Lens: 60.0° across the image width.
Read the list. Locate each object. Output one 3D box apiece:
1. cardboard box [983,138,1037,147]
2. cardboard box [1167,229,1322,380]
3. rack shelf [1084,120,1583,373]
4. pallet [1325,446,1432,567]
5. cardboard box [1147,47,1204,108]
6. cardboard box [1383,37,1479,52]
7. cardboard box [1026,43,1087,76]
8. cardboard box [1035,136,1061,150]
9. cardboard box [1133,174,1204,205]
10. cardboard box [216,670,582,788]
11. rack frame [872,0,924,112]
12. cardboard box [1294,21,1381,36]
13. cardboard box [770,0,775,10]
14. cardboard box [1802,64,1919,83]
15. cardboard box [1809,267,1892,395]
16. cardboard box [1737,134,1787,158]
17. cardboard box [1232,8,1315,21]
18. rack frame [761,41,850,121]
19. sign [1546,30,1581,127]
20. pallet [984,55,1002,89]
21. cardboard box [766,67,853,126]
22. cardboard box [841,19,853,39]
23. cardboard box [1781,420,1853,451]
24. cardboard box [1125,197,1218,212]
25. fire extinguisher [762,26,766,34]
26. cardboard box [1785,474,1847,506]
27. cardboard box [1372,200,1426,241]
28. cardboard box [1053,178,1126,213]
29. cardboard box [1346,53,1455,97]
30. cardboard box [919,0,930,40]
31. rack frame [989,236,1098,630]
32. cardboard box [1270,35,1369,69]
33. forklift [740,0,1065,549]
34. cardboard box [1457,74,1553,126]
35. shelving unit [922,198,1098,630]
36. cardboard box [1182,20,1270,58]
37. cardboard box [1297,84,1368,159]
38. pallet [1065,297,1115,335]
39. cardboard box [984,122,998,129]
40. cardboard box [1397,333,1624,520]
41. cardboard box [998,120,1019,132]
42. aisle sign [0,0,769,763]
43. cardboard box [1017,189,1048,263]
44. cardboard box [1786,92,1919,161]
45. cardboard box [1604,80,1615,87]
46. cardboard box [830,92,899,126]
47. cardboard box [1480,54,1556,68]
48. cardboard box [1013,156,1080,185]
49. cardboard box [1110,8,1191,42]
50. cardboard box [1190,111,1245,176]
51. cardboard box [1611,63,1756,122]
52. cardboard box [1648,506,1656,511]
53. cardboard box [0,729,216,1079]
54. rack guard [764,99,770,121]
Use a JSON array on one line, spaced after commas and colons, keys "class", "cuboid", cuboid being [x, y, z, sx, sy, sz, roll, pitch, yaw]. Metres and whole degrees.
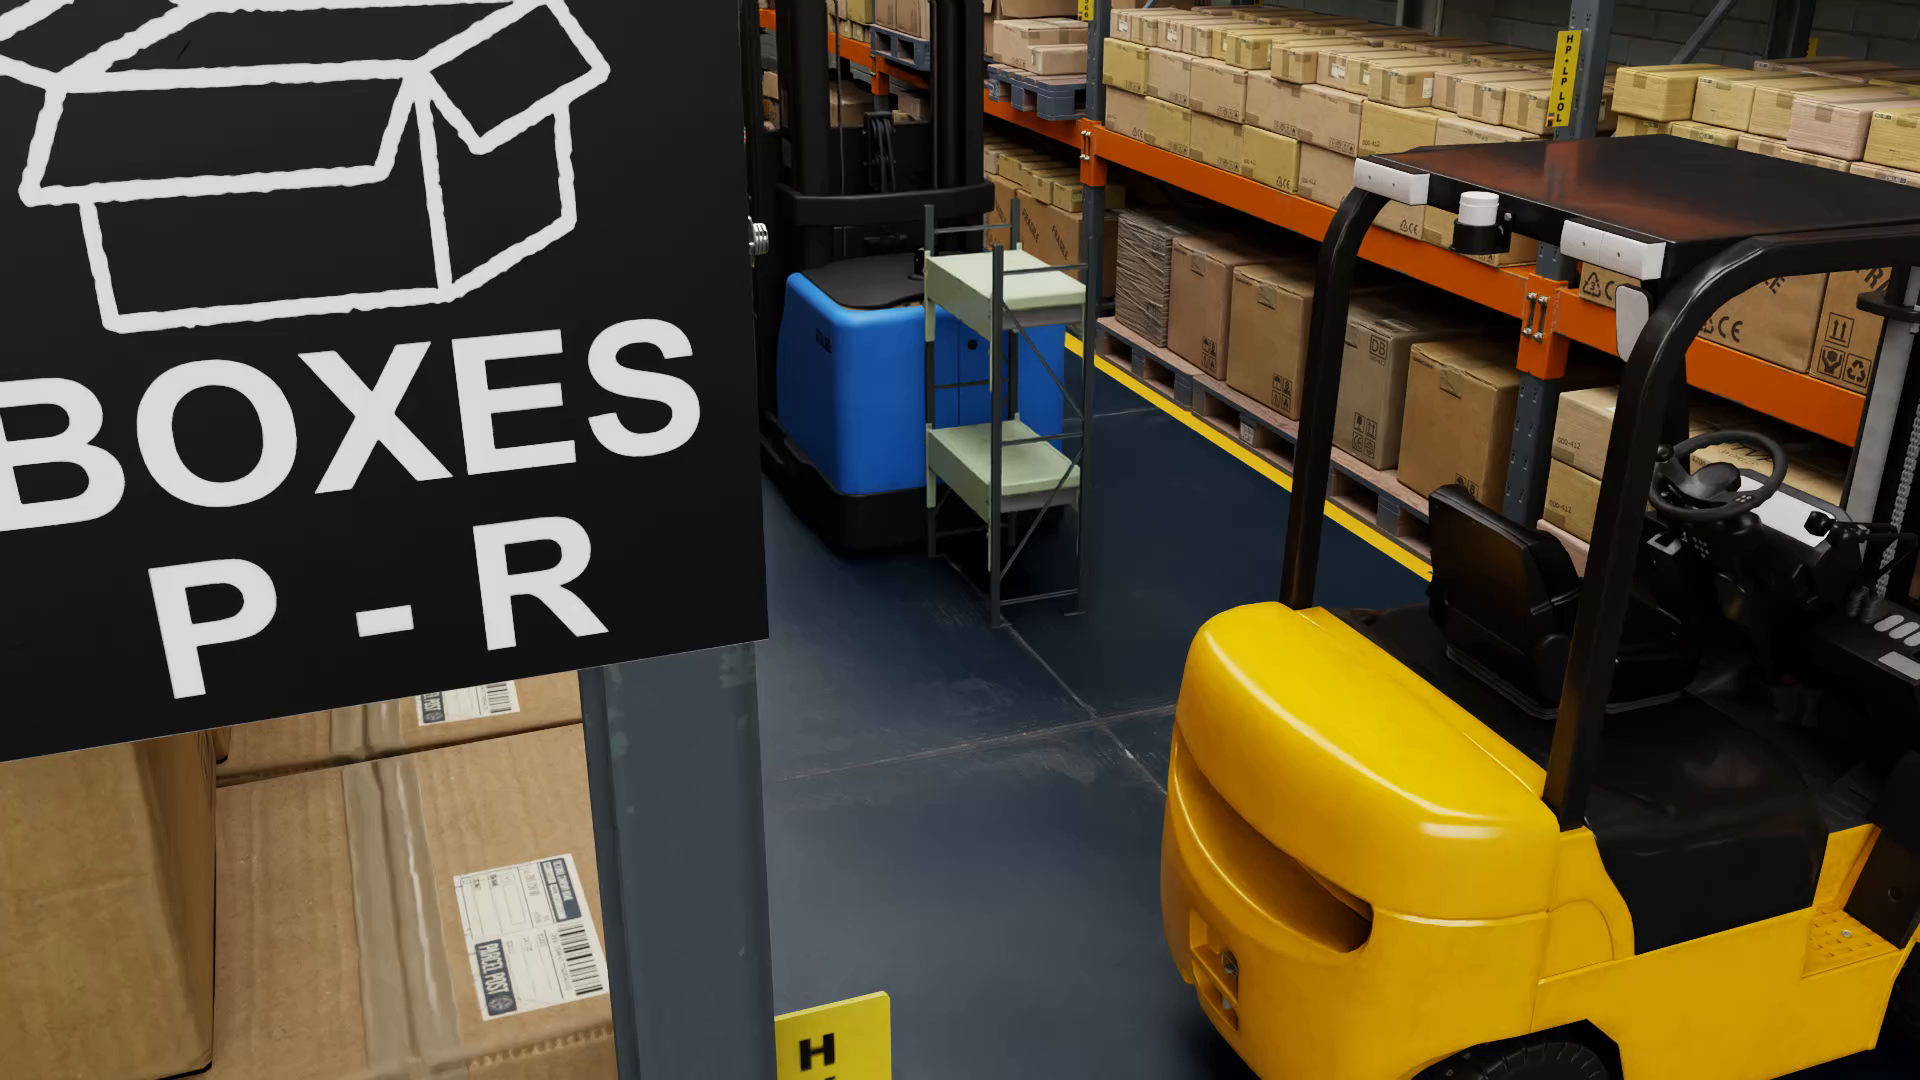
[{"class": "cardboard box", "cuboid": [0.321, -2.720, 11.683, 0.380, 0.149, 0.250, -8, 24, -19]}, {"class": "cardboard box", "cuboid": [1.659, -1.287, 8.958, 0.875, 0.625, 0.625, -8, 24, -17]}, {"class": "rack shelf", "cuboid": [1.920, -1.594, 8.097, 1.077, 0.370, 4.000, -8, 24, -19]}, {"class": "pallet", "cuboid": [2.330, -0.177, 7.397, 1.003, 0.211, 1.213, -8, 24, -19]}, {"class": "cardboard box", "cuboid": [1.317, -2.437, 8.719, 0.500, 0.250, 0.500, -8, 24, -17]}, {"class": "cardboard box", "cuboid": [2.208, -2.262, 7.790, 0.380, 0.149, 0.250, -8, 24, -19]}, {"class": "cardboard box", "cuboid": [0.622, -2.916, 10.090, 0.380, 0.149, 0.250, -8, 24, -18]}, {"class": "cardboard box", "cuboid": [0.758, -2.792, 11.854, 0.380, 0.149, 0.250, -9, 25, -21]}, {"class": "cardboard box", "cuboid": [1.321, -2.225, 10.510, 0.380, 0.149, 0.250, -7, 24, -16]}, {"class": "cardboard box", "cuboid": [-0.697, 0.356, 2.033, 0.500, 0.500, 0.500, -8, 24, -17]}, {"class": "rack frame", "cuboid": [-0.200, -4.106, 13.130, 1.000, 3.000, 0.127, -8, 24, -19]}, {"class": "cardboard box", "cuboid": [1.921, -2.540, 8.450, 0.380, 0.149, 0.250, -8, 24, -19]}, {"class": "cardboard box", "cuboid": [-1.620, -5.200, 16.050, 0.380, 0.149, 0.250, -8, 24, -18]}, {"class": "cardboard box", "cuboid": [3.072, -1.510, 5.623, 0.380, 0.149, 0.250, -9, 24, -20]}, {"class": "cardboard box", "cuboid": [2.918, -0.677, 4.866, 0.500, 0.500, 0.500, -9, 24, -20]}, {"class": "cardboard box", "cuboid": [2.704, -1.208, 5.289, 0.380, 0.149, 0.250, -8, 24, -19]}, {"class": "cardboard box", "cuboid": [1.715, -2.827, 9.132, 0.380, 0.149, 0.250, -8, 24, -18]}, {"class": "rack frame", "cuboid": [-1.613, -5.559, 16.578, 1.000, 3.000, 0.127, -8, 24, -19]}, {"class": "sign", "cuboid": [2.122, -1.618, 5.839, 0.100, 0.325, 0.005, -8, 24, -19]}, {"class": "pallet", "cuboid": [0.522, -3.270, 11.394, 1.003, 0.211, 1.213, -8, 24, -19]}, {"class": "cardboard box", "cuboid": [-1.485, -4.367, 16.423, 0.797, 0.503, 0.637, -9, 25, -21]}, {"class": "cardboard box", "cuboid": [-0.775, -4.254, 13.805, 0.380, 0.149, 0.250, -8, 24, -18]}, {"class": "cardboard box", "cuboid": [3.174, -0.252, 5.698, 0.500, 0.250, 0.500, -9, 24, -20]}, {"class": "cardboard box", "cuboid": [1.327, -1.886, 10.540, 0.500, 0.500, 0.500, -7, 24, -17]}, {"class": "fire extinguisher", "cuboid": [-2.097, -5.342, 16.642, 0.296, 0.674, 0.183, -8, 24, -19]}, {"class": "cardboard box", "cuboid": [2.862, -0.001, 5.103, 0.500, 0.250, 0.500, -7, 24, -17]}, {"class": "cardboard box", "cuboid": [2.021, -1.459, 7.043, 0.500, 0.250, 0.500, -8, 24, -19]}, {"class": "cardboard box", "cuboid": [0.802, -2.138, 10.303, 0.380, 0.149, 0.250, -10, 25, -22]}, {"class": "cardboard box", "cuboid": [1.902, -2.006, 7.184, 0.380, 0.149, 0.250, -9, 24, -20]}, {"class": "cardboard box", "cuboid": [-0.068, -3.680, 11.752, 0.396, 0.266, 0.258, -7, 24, -16]}, {"class": "rack frame", "cuboid": [0.305, -0.373, 6.205, 0.400, 1.500, 0.023, -8, 24, -19]}, {"class": "cardboard box", "cuboid": [1.699, -2.293, 7.863, 0.380, 0.149, 0.250, -8, 24, -19]}, {"class": "forklift", "cuboid": [-0.531, -1.856, 7.880, 1.130, 2.935, 3.031, -8, 24, -19]}, {"class": "cardboard box", "cuboid": [2.190, -1.729, 6.527, 0.380, 0.149, 0.250, -9, 24, -20]}, {"class": "shelving unit", "cuboid": [0.177, -0.507, 6.521, 0.431, 1.500, 0.755, -8, 24, -19]}, {"class": "cardboard box", "cuboid": [1.365, -2.561, 8.501, 0.380, 0.149, 0.250, -8, 24, -18]}, {"class": "cardboard box", "cuboid": [1.850, -1.876, 7.389, 0.500, 0.250, 0.500, -8, 24, -18]}, {"class": "pallet", "cuboid": [0.985, -1.644, 10.879, 1.003, 0.211, 1.213, -8, 24, -19]}, {"class": "cardboard box", "cuboid": [0.059, -3.000, 12.349, 0.380, 0.149, 0.250, -9, 24, -20]}, {"class": "cardboard box", "cuboid": [2.432, -0.486, 7.059, 0.875, 0.625, 0.625, -7, 24, -17]}, {"class": "cardboard box", "cuboid": [0.507, -3.081, 12.540, 0.380, 0.149, 0.250, -10, 25, -22]}, {"class": "aisle sign", "cuboid": [-0.291, -0.281, 0.708, 0.394, 0.787, 0.004, -8, 24, -19]}, {"class": "cardboard box", "cuboid": [0.696, -2.002, 10.815, 0.500, 0.500, 0.500, -9, 24, -20]}, {"class": "cardboard box", "cuboid": [2.732, -1.243, 4.990, 0.380, 0.149, 0.250, -8, 24, -18]}, {"class": "cardboard box", "cuboid": [2.703, -1.701, 6.460, 0.380, 0.149, 0.250, -9, 24, -20]}, {"class": "cardboard box", "cuboid": [-0.853, -3.673, 14.779, 0.700, 0.500, 0.500, -9, 25, -21]}, {"class": "cardboard box", "cuboid": [2.460, -1.987, 7.138, 0.380, 0.149, 0.250, -9, 24, -20]}, {"class": "cardboard box", "cuboid": [0.574, -2.437, 11.012, 0.380, 0.149, 0.250, -8, 24, -17]}, {"class": "cardboard box", "cuboid": [1.051, -2.841, 9.165, 0.380, 0.149, 0.250, -8, 24, -17]}, {"class": "cardboard box", "cuboid": [1.503, -2.019, 8.372, 0.500, 0.250, 0.500, -9, 25, -21]}, {"class": "cardboard box", "cuboid": [2.462, -1.525, 5.659, 0.380, 0.149, 0.250, -8, 24, -18]}, {"class": "cardboard box", "cuboid": [2.688, 0.045, 5.637, 0.500, 0.250, 0.500, -8, 24, -19]}, {"class": "cardboard box", "cuboid": [-0.987, 0.137, 1.264, 0.700, 0.500, 0.500, -9, 24, -20]}, {"class": "rack guard", "cuboid": [-1.586, -4.380, 16.998, 1.175, 0.500, 0.348, -8, 24, -19]}]
